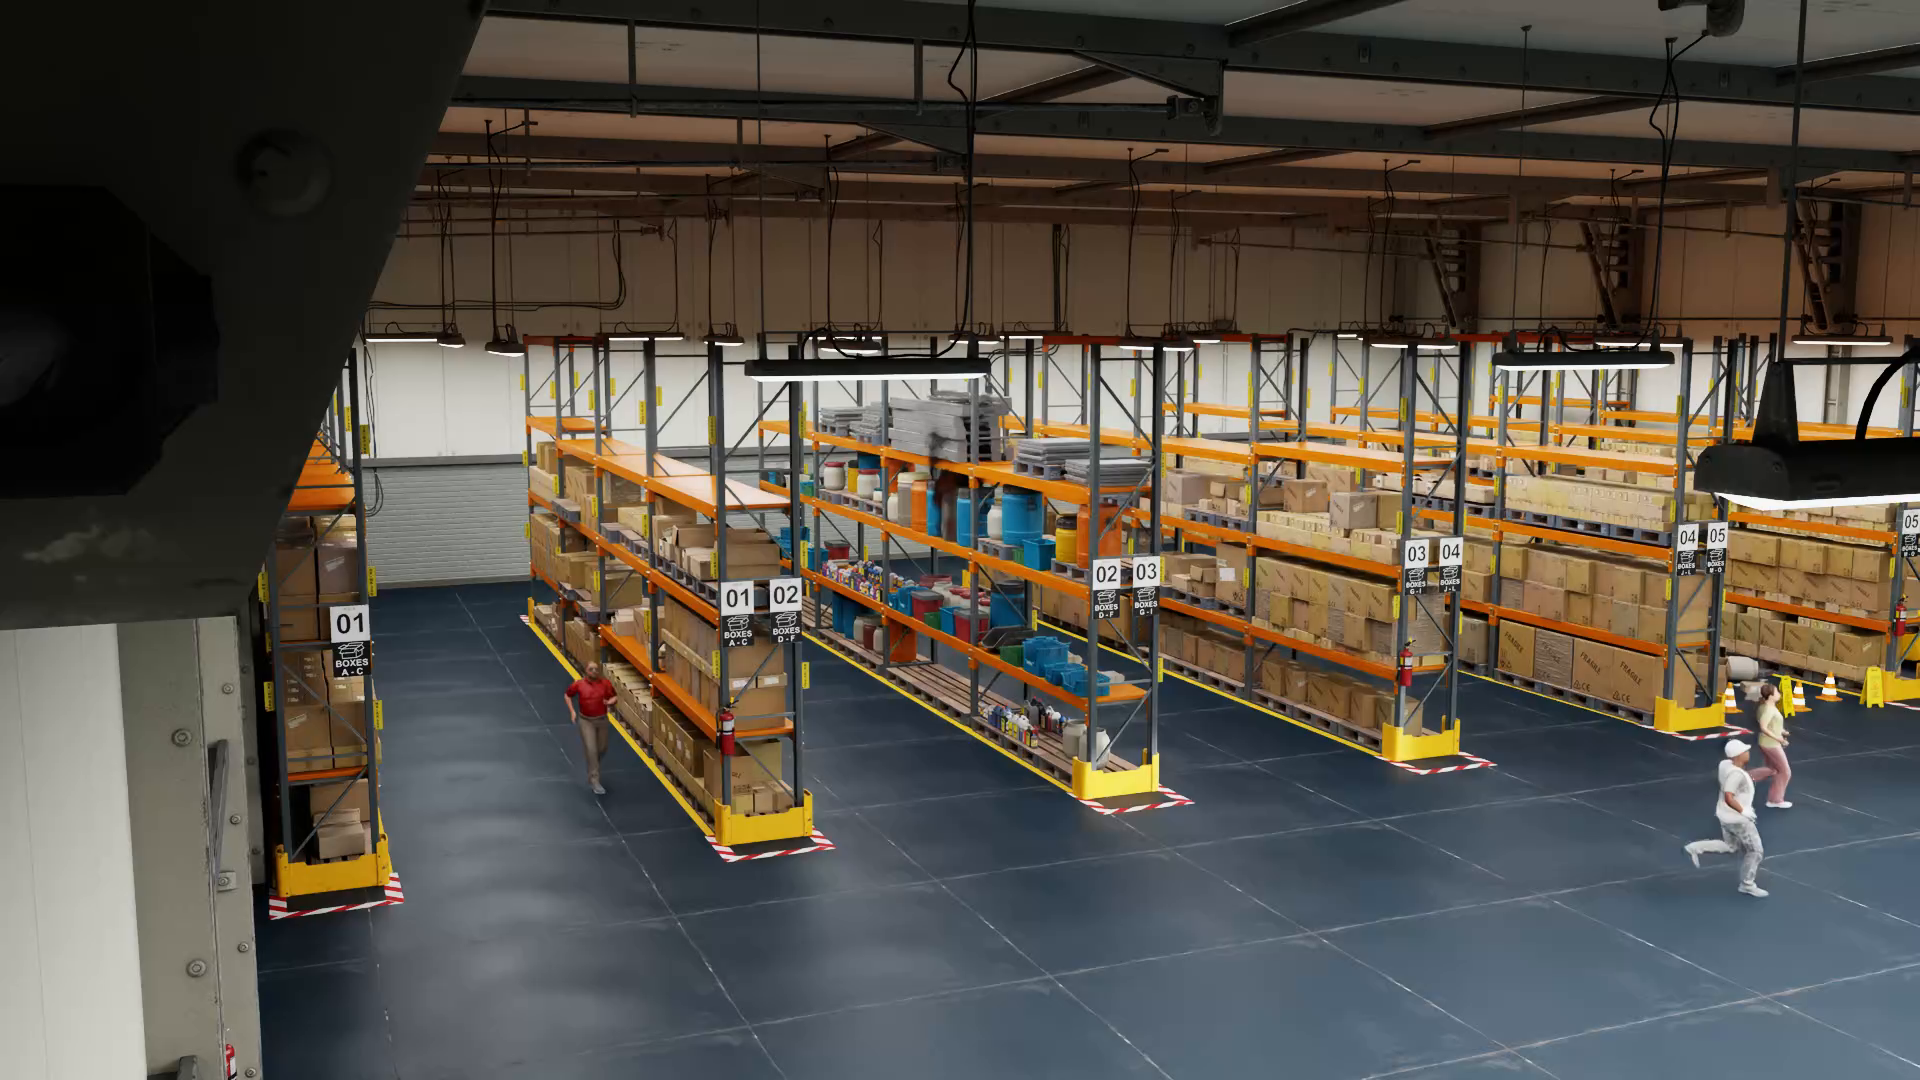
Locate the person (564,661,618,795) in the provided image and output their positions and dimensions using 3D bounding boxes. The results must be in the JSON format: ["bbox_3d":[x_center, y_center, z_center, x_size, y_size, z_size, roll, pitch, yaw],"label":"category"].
[{"bbox_3d":[-4.946,2.478,22.459,0.662,1.716,0.989,-4,9,-30],"label":"person"}]

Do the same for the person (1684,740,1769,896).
[{"bbox_3d":[8.505,3.059,18.358,0.875,1.745,0.678,1,8,8],"label":"person"}]

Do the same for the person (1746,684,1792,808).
[{"bbox_3d":[10.495,2.670,21.579,0.648,1.613,0.584,2,8,16],"label":"person"}]
